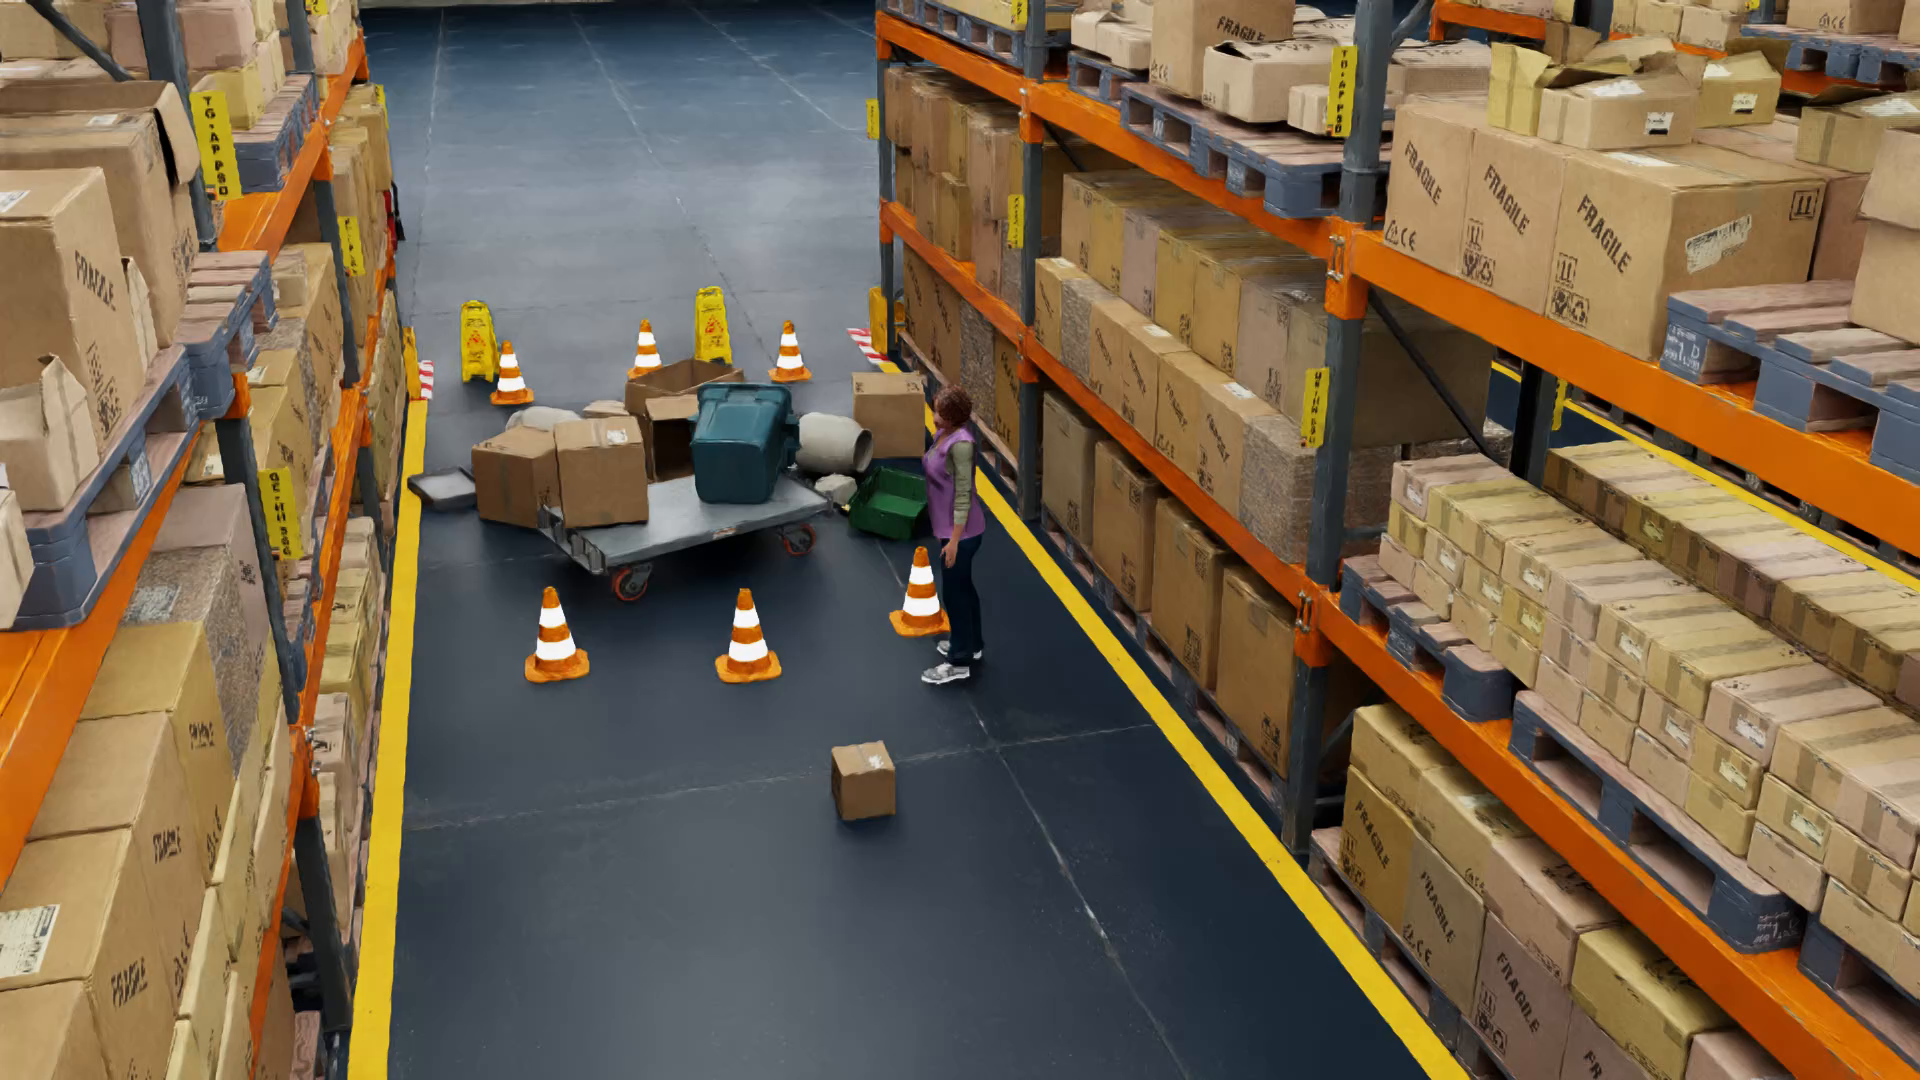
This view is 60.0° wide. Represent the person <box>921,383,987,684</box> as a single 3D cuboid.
[{"bbox_3d":[-0.042,-0.044,8.649,0.371,1.601,0.486,-3,23,-7],"label":"person"}]
